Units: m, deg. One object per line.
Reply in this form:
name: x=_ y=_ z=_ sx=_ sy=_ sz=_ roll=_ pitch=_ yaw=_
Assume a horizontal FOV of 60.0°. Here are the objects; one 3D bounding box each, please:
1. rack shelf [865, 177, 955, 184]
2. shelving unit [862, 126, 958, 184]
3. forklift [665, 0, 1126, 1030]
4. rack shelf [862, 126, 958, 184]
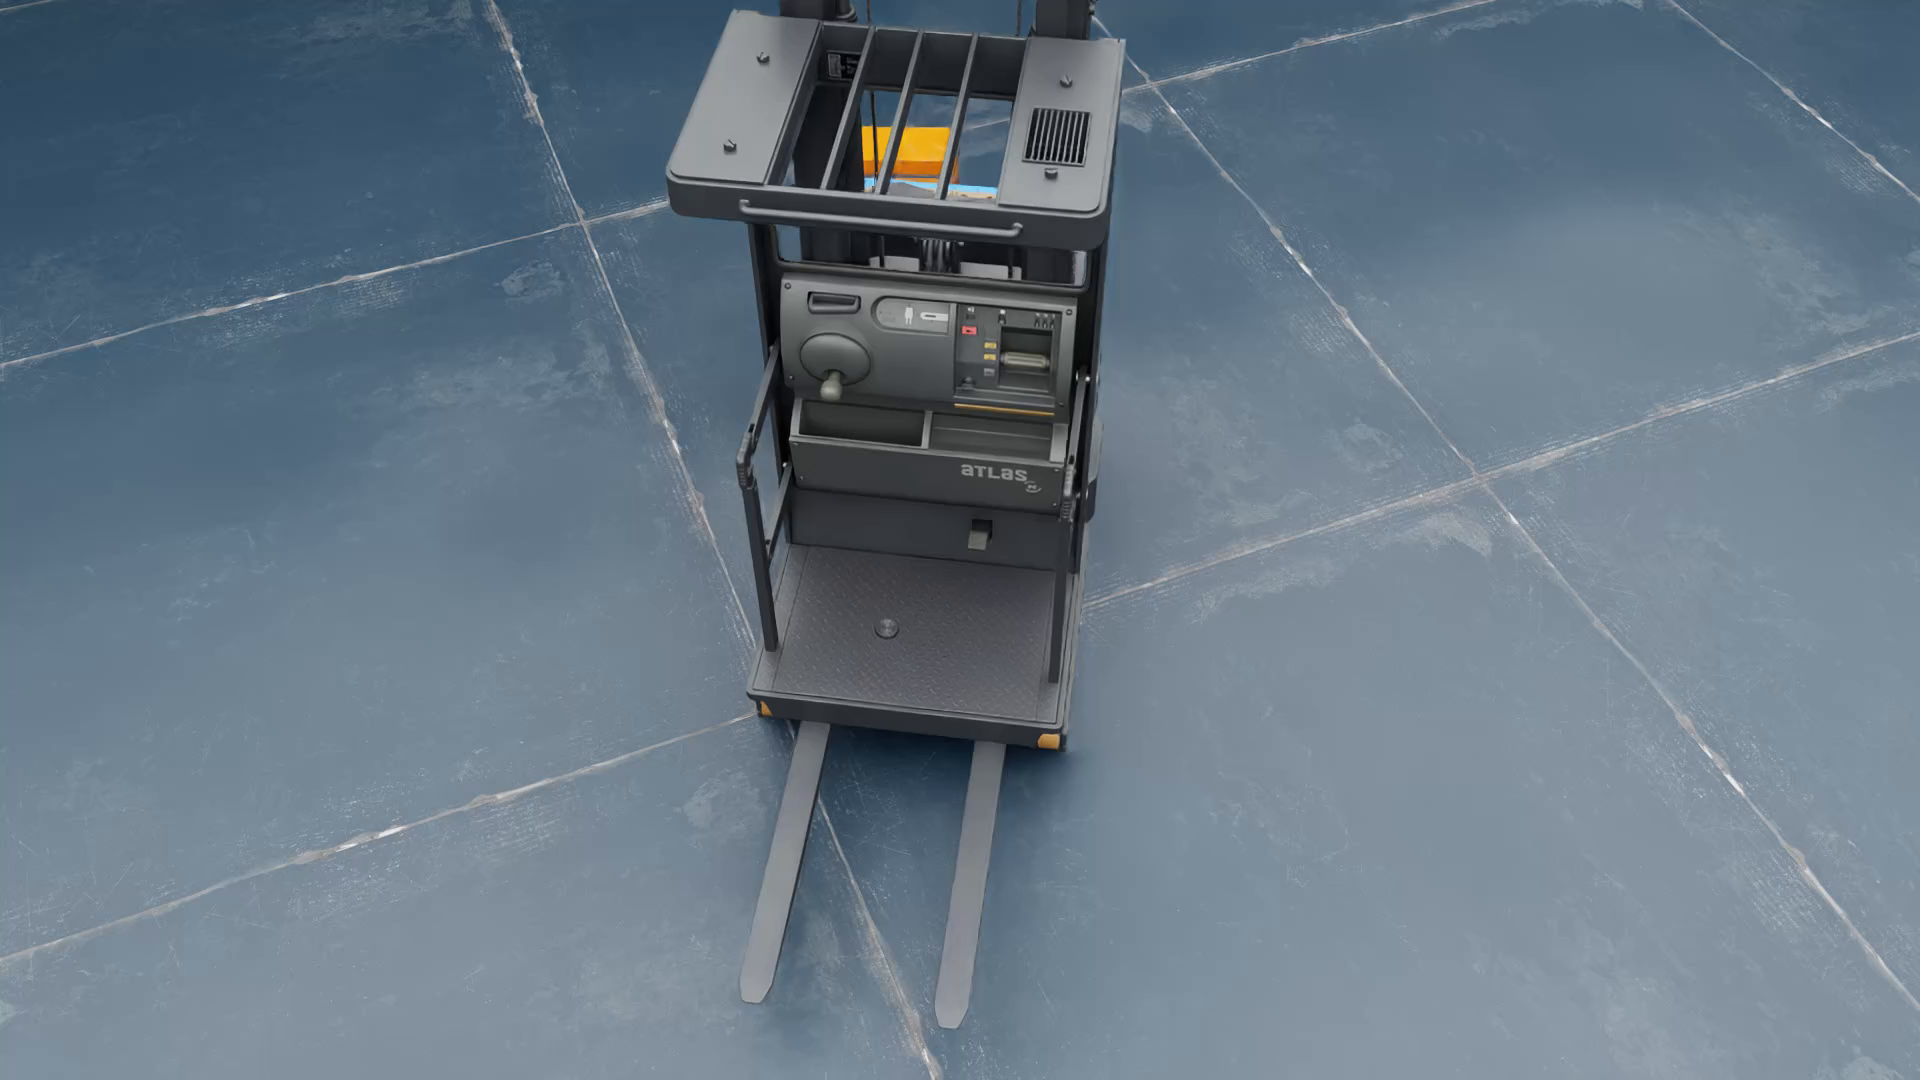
rack shelf: x=-0.248 y=-1.347 z=6.740 sx=0.480 sy=0.148 sz=0.258 roll=1 pitch=45 yaw=0
shelving unit: x=-0.251 y=-1.237 z=6.851 sx=0.499 sy=1.200 sz=0.258 roll=1 pitch=45 yaw=0
forklift: x=-0.135 y=-0.502 z=5.090 sx=1.121 sy=2.935 sz=3.031 roll=6 pitch=50 yaw=5
rack shelf: x=-0.248 y=-1.514 z=6.572 sx=0.480 sy=0.148 sz=0.258 roll=1 pitch=45 yaw=0
